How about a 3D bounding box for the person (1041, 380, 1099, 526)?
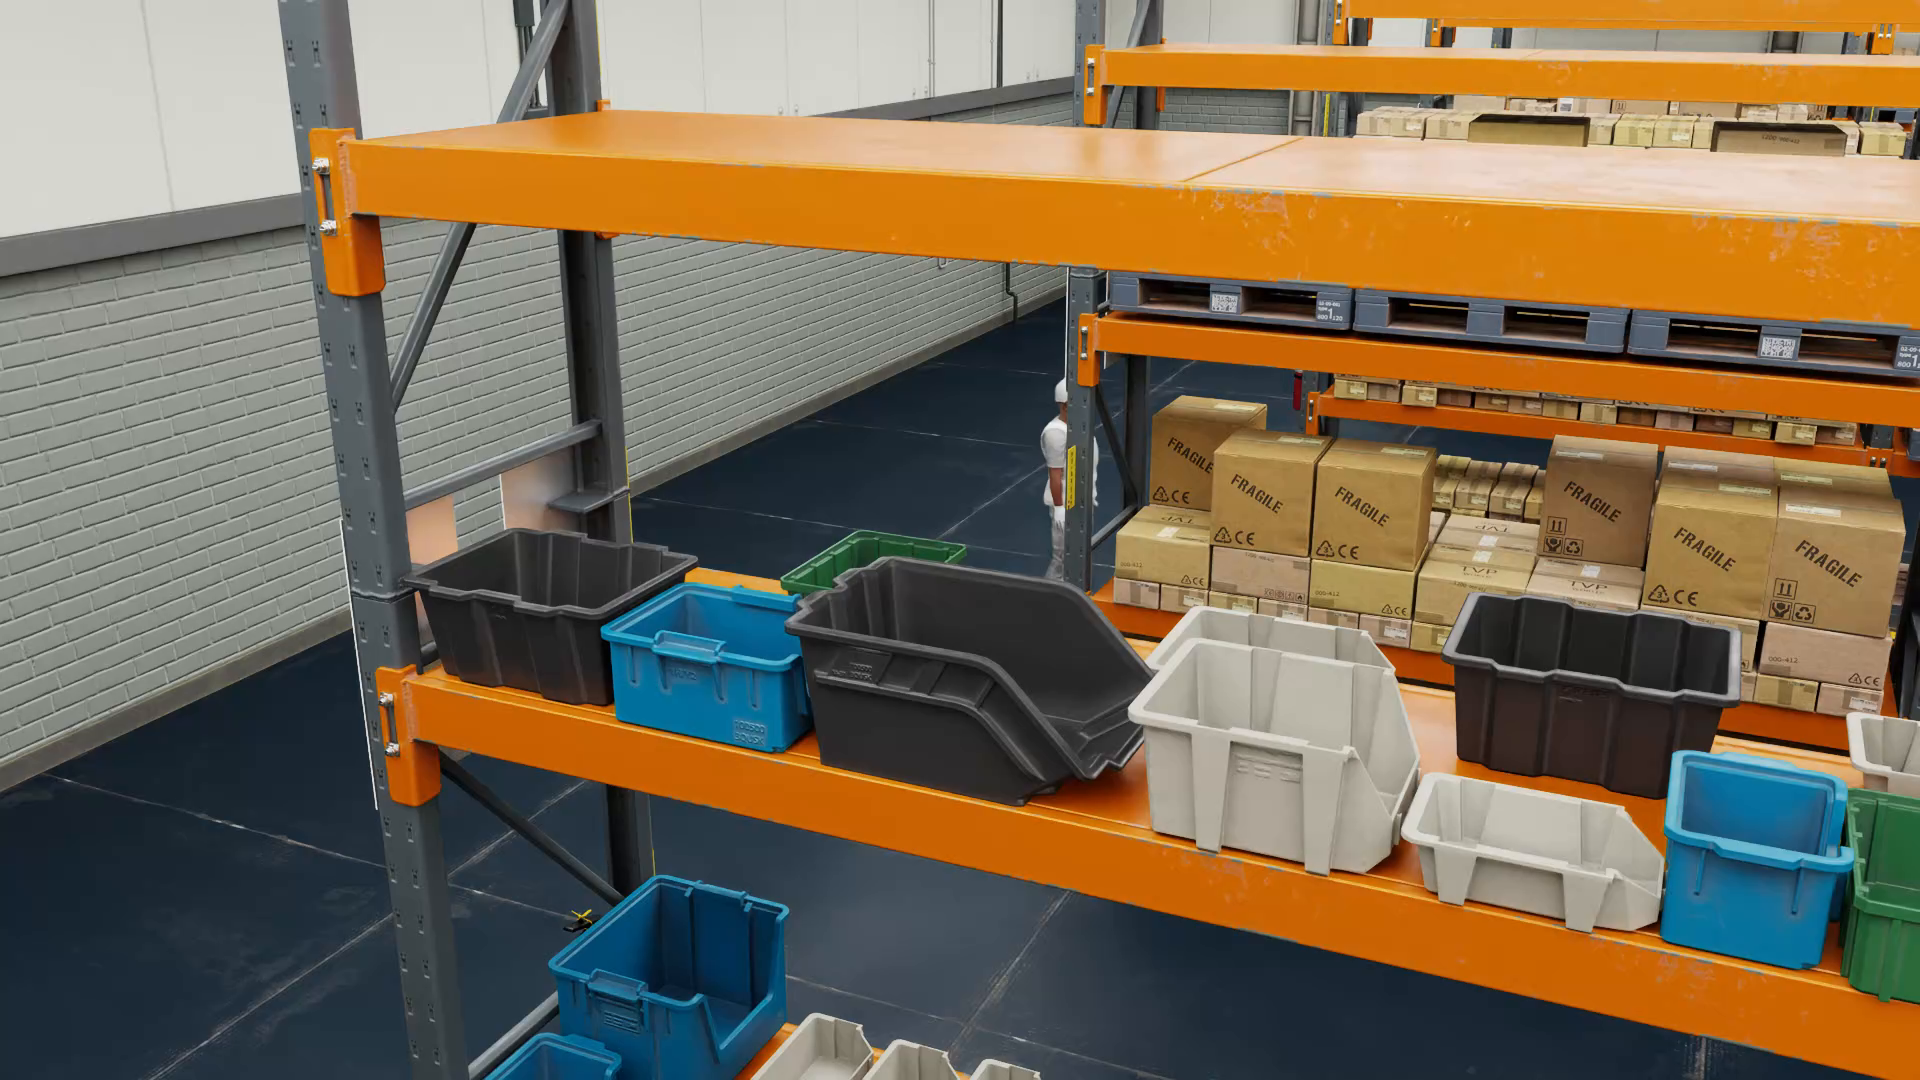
[{"bbox_3d":[0.790,-0.274,11.838,0.352,1.781,0.542,9,21,24],"label":"person"}]
